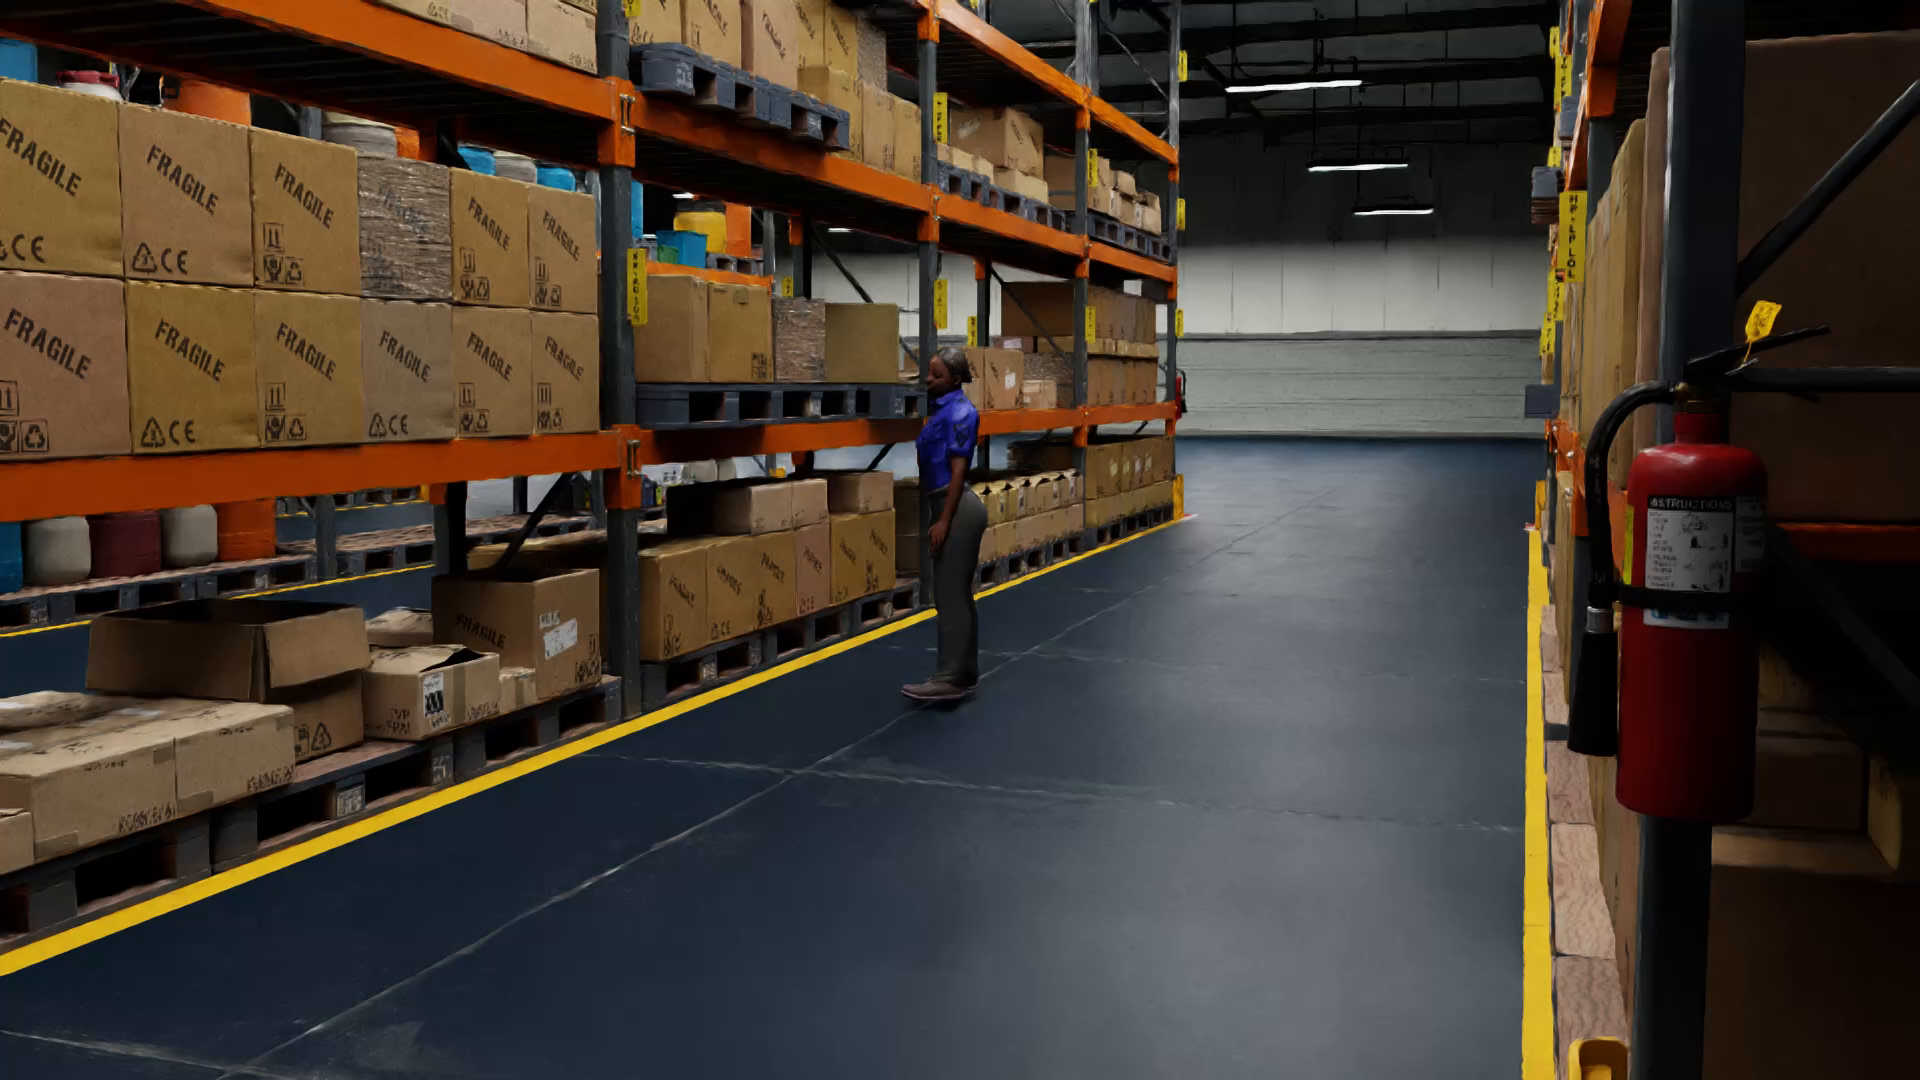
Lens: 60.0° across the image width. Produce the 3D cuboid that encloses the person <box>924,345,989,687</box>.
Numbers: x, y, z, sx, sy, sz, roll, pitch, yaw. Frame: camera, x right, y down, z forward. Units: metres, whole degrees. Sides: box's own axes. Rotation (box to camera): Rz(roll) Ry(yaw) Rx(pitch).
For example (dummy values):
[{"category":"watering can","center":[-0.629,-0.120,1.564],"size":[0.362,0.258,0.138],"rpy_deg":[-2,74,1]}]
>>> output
[{"category":"person","center":[-0.040,-0.118,7.837],"size":[0.319,1.588,0.493],"rpy_deg":[-1,5,-10]}]
